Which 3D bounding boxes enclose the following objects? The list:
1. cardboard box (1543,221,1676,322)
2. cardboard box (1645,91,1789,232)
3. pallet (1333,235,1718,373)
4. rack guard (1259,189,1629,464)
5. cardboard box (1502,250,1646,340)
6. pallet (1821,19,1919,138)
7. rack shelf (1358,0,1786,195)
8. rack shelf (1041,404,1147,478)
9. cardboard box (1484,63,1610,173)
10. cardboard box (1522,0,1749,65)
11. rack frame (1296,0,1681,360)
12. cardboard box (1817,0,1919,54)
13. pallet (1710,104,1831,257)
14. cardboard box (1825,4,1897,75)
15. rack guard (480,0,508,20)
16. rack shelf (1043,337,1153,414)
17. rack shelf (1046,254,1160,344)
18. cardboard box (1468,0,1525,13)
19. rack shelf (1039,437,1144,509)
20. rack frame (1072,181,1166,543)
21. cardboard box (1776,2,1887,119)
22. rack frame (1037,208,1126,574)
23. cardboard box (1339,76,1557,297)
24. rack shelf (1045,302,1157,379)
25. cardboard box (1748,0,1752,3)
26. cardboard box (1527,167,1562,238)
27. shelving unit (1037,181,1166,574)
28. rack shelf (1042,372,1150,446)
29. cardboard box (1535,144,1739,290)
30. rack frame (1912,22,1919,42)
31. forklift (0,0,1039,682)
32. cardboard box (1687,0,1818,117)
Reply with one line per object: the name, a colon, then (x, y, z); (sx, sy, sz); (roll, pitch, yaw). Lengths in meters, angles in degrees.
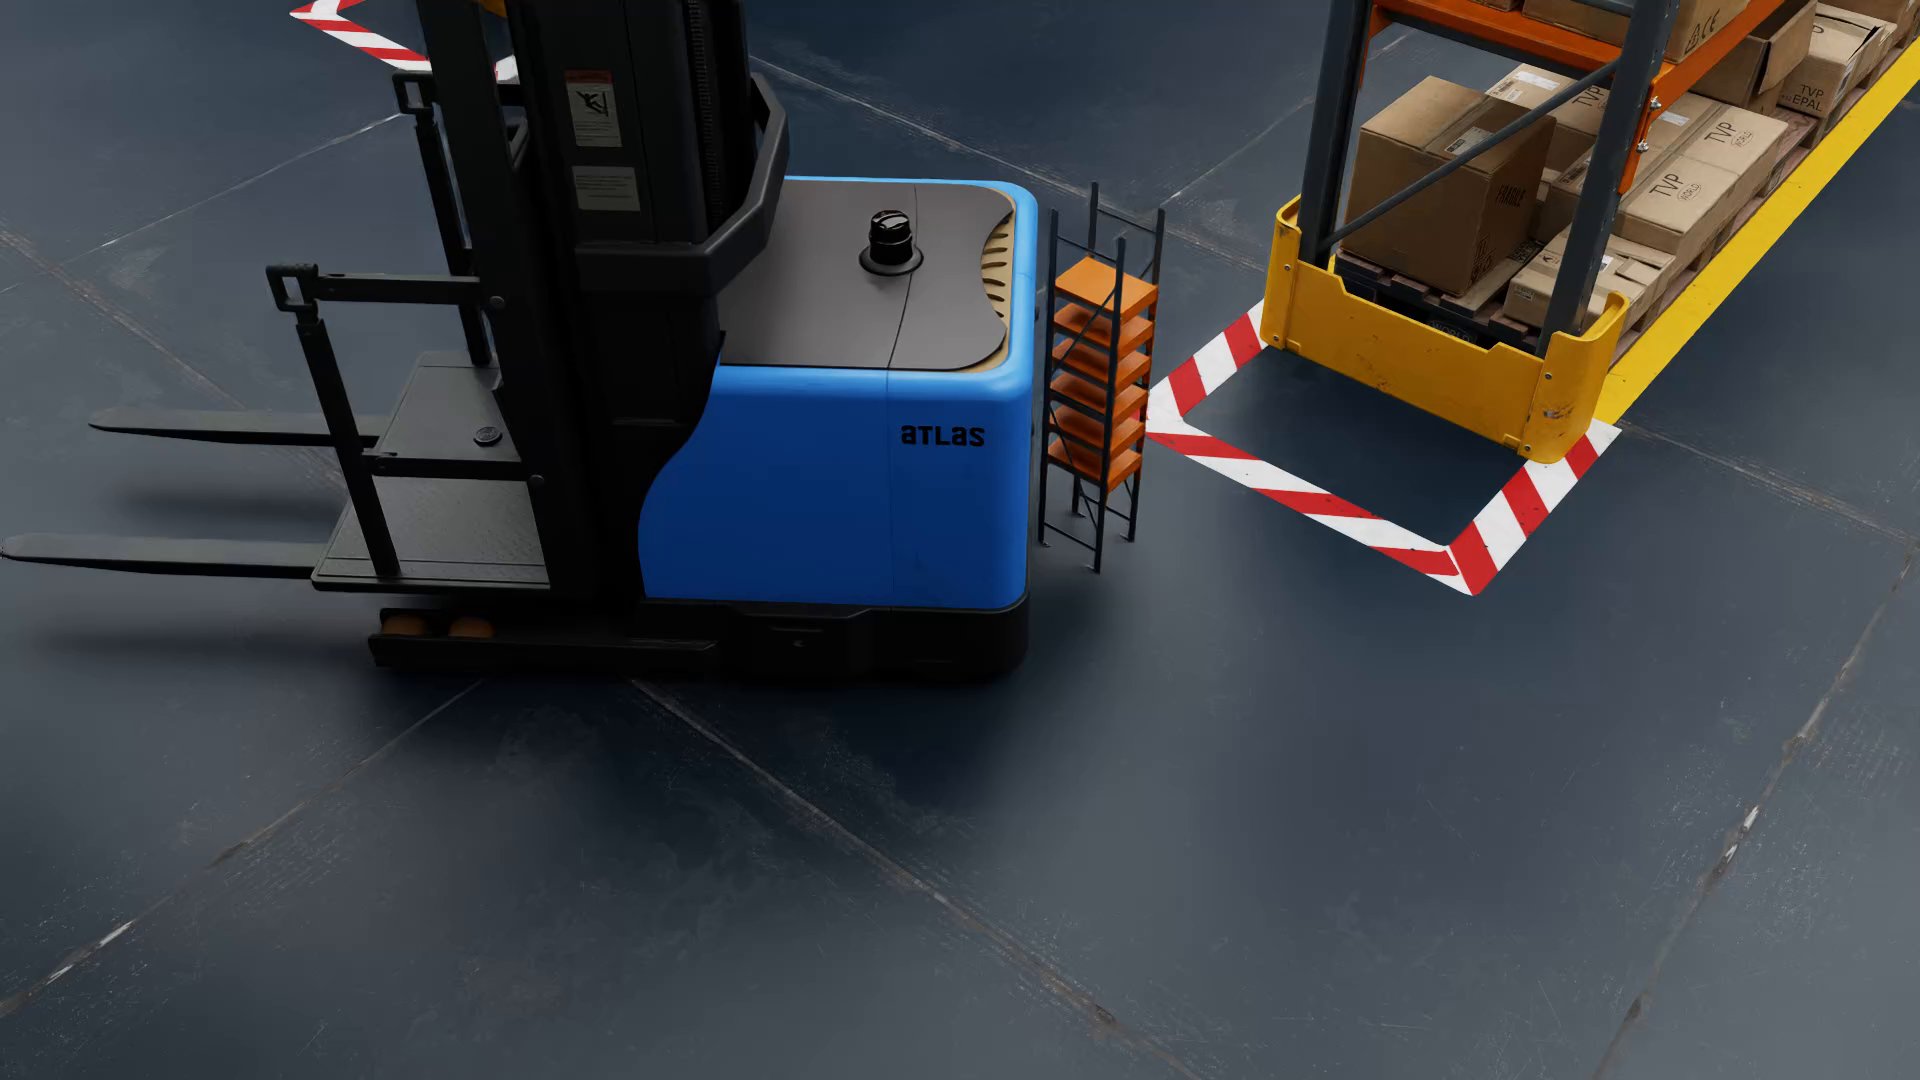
cardboard box: (2.268, -0.956, 5.851); (0.380, 0.166, 0.250); (29, 50, 28)
cardboard box: (2.785, -1.463, 6.347); (0.500, 0.250, 0.500); (29, 50, 28)
pallet: (2.136, -1.064, 6.264); (1.003, 0.211, 1.213); (29, 50, 28)
rack guard: (1.624, -0.760, 5.714); (1.175, 0.500, 0.348); (29, 50, 28)
cardboard box: (2.107, -0.821, 5.715); (0.380, 0.149, 0.250); (29, 50, 28)
pallet: (3.706, -2.321, 7.645); (1.003, 0.211, 1.213); (29, 50, 28)
rack shelf: (2.862, -2.410, 6.205); (1.077, 0.370, 4.000); (29, 50, 28)
rack shelf: (0.397, -0.318, 4.952); (0.258, 0.103, 0.180); (29, 50, 28)
cardboard box: (2.370, -1.654, 6.556); (0.500, 0.250, 0.500); (29, 50, 28)
cardboard box: (2.062, -1.797, 4.923); (0.500, 0.500, 0.500); (31, 50, 29)
rack frame: (1.575, -1.646, 4.831); (1.000, 3.000, 0.127); (29, 50, 28)
cardboard box: (3.999, -2.527, 7.331); (0.500, 0.500, 0.500); (29, 50, 28)
pallet: (2.921, -1.690, 6.951); (1.003, 0.211, 1.213); (29, 50, 28)
cardboard box: (3.804, -2.178, 7.208); (0.380, 0.149, 0.250); (29, 50, 28)
rack guard: (-2.220, -2.850, 8.012); (1.175, 0.500, 0.348); (29, 50, 28)
rack shelf: (0.397, -0.495, 4.790); (0.258, 0.103, 0.180); (29, 50, 28)
rack shelf: (0.397, -0.673, 4.629); (0.258, 0.103, 0.180); (29, 50, 28)
cardboard box: (1.655, -2.031, 5.180); (0.500, 0.500, 0.500); (31, 51, 30)
rack shelf: (0.397, -0.229, 5.033); (0.258, 0.103, 0.180); (29, 50, 28)
rack frame: (0.455, -0.487, 4.894); (0.240, 1.200, 0.006); (29, 50, 28)
cardboard box: (3.517, -2.071, 6.970); (0.500, 0.311, 0.500); (29, 50, 28)
rack frame: (0.339, -0.392, 4.789); (0.240, 1.200, 0.006); (29, 50, 28)
cardboard box: (1.736, -1.271, 5.949); (0.500, 0.500, 0.500); (29, 50, 28)
rack shelf: (0.397, -0.584, 4.710); (0.258, 0.103, 0.180); (29, 50, 28)
cardboard box: (2.390, -2.065, 5.217); (0.500, 0.500, 0.500); (29, 50, 28)
cardboard box: (2.066, -1.317, 6.247); (0.380, 0.166, 0.250); (29, 50, 28)
shelving unit: (0.397, -0.439, 4.841); (0.258, 1.200, 0.189); (29, 50, 28)
rack shelf: (0.397, -0.406, 4.871); (0.258, 0.103, 0.180); (29, 50, 28)
cardboard box: (2.463, -1.206, 6.064); (0.500, 0.250, 0.500); (29, 50, 28)
rack frame: (4.149, -3.706, 7.096); (1.000, 3.000, 0.127); (29, 50, 28)
forklift: (-1.298, -1.054, 4.230); (3.031, 2.935, 1.130); (2, 42, 2)
cardboard box: (2.944, -1.975, 6.721); (0.797, 0.503, 0.637); (29, 50, 28)
